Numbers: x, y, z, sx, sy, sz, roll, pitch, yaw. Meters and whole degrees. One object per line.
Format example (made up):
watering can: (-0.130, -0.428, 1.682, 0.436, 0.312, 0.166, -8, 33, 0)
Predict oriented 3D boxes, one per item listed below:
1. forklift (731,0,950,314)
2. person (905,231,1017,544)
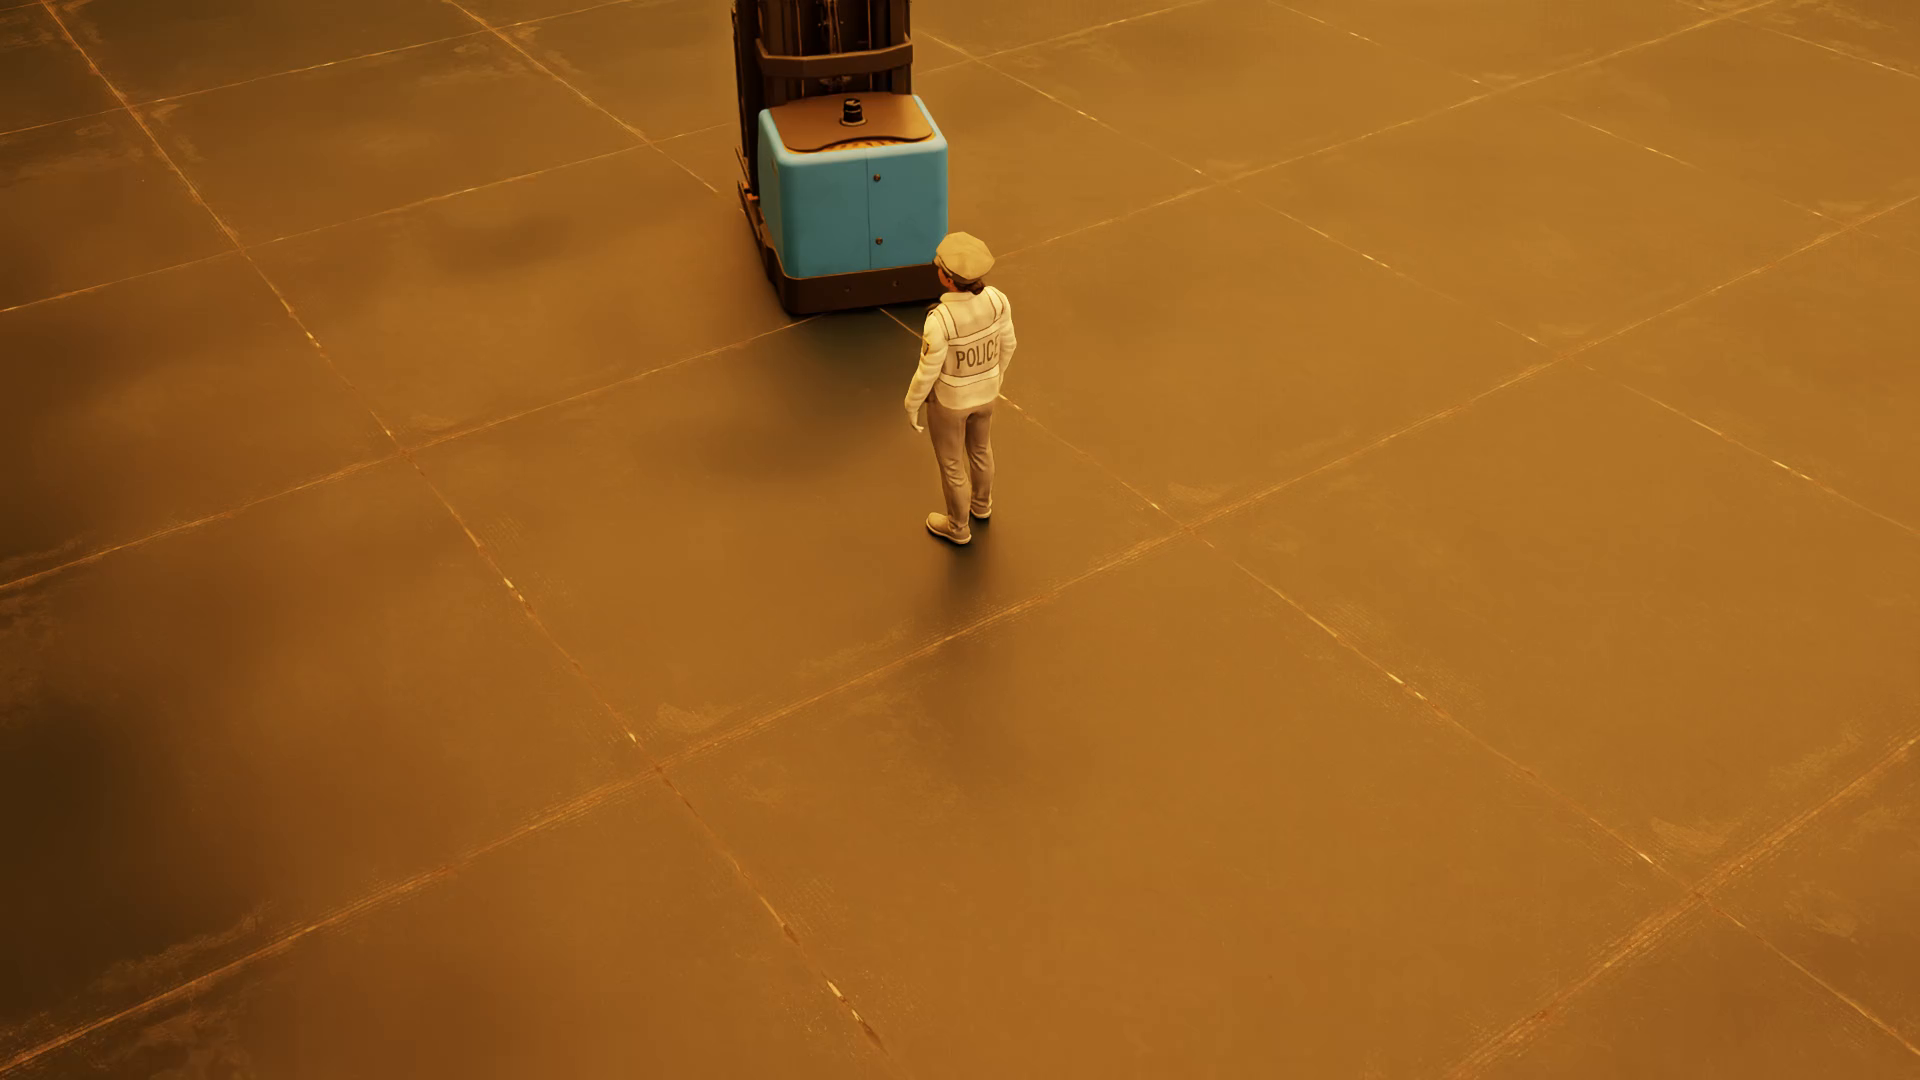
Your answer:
forklift: (-0.916, -3.435, 10.591, 1.130, 2.935, 3.031, -9, 37, -11)
person: (-0.034, -0.723, 7.950, 0.588, 1.695, 0.531, -23, 42, -28)
